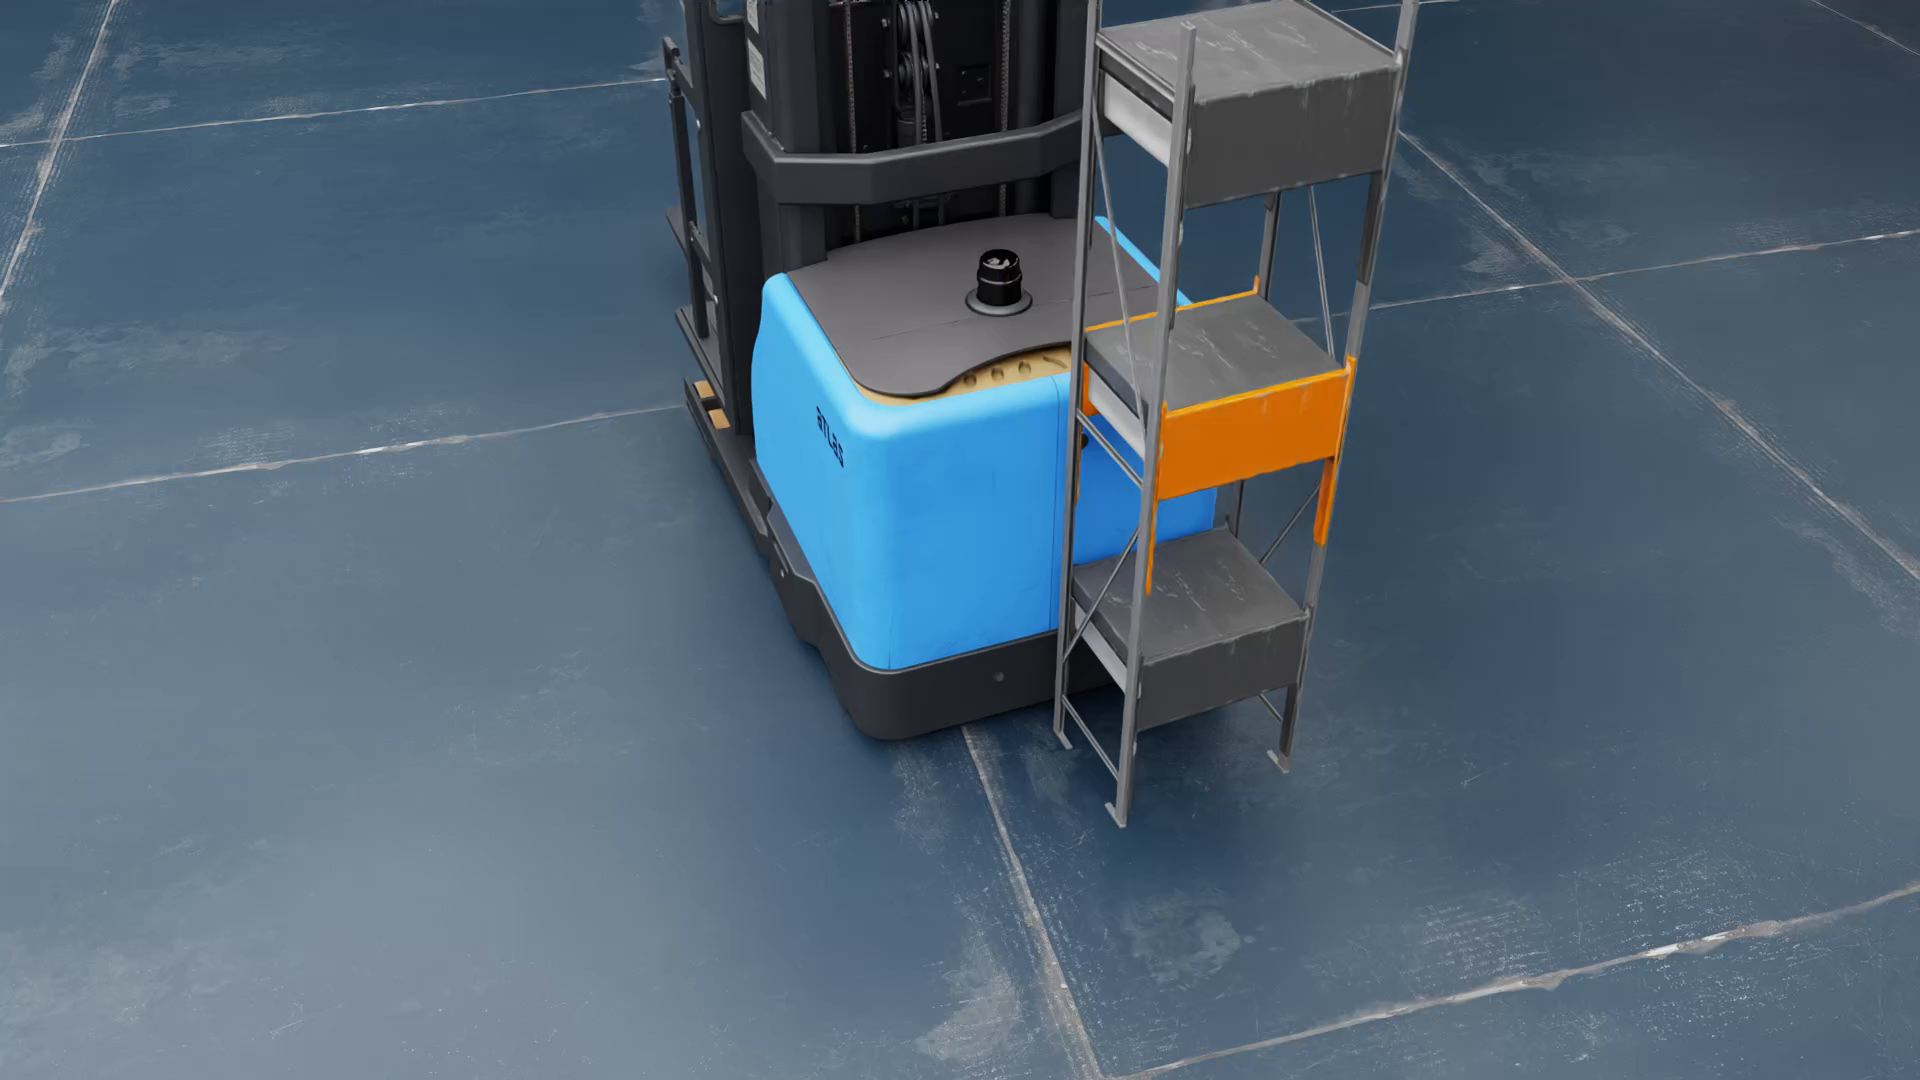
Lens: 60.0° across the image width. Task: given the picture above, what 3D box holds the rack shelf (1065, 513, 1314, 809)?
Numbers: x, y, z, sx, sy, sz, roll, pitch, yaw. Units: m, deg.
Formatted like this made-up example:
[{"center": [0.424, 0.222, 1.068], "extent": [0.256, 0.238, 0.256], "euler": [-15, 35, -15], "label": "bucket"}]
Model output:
[{"center": [0.566, 0.306, 4.296], "extent": [0.480, 0.518, 0.431], "euler": [-15, 40, -18], "label": "rack shelf"}]

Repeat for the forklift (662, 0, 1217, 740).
[{"center": [-0.304, -1.526, 4.833], "extent": [1.130, 2.935, 3.031], "euler": [-13, 39, -17], "label": "forklift"}]

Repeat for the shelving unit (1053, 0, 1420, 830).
[{"center": [0.566, -0.260, 3.861], "extent": [0.503, 2.100, 0.431], "euler": [-15, 40, -18], "label": "shelving unit"}]

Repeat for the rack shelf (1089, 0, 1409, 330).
[{"center": [0.566, -0.805, 3.444], "extent": [0.480, 0.518, 0.431], "euler": [-15, 40, -18], "label": "rack shelf"}]

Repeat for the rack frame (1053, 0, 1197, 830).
[{"center": [0.342, -0.202, 3.785], "extent": [0.015, 2.100, 0.400], "euler": [-15, 40, -18], "label": "rack frame"}]

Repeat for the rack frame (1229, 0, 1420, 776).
[{"center": [0.790, -0.319, 3.938], "extent": [0.015, 2.100, 0.400], "euler": [-15, 40, -18], "label": "rack frame"}]

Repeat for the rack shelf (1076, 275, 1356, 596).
[{"center": [0.566, -0.249, 3.870], "extent": [0.480, 0.518, 0.431], "euler": [-15, 40, -18], "label": "rack shelf"}]
